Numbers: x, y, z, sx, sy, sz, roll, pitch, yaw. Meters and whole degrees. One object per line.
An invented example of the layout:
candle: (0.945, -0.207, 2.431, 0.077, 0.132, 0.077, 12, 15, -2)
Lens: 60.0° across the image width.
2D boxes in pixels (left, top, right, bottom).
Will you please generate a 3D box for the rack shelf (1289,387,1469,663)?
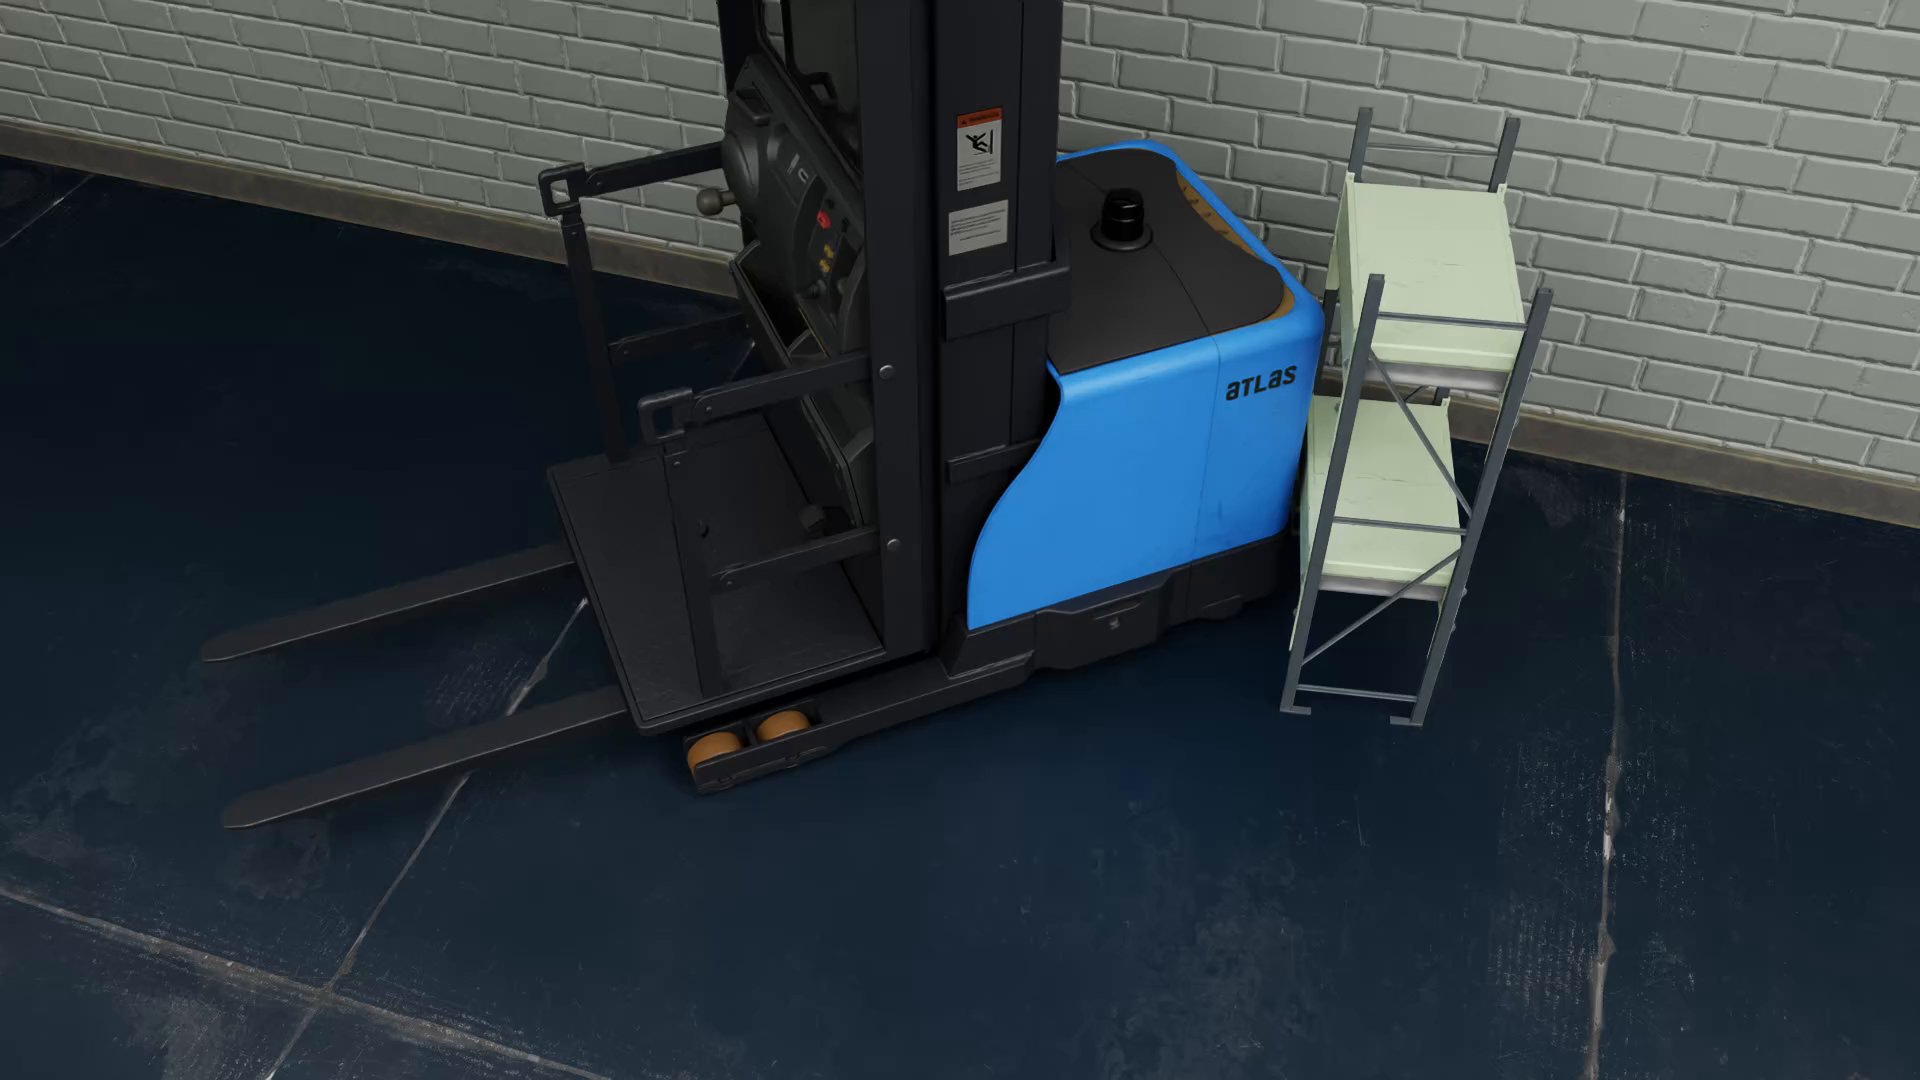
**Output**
rack shelf: (1.162, -0.054, 4.699, 0.431, 0.370, 0.720, 6, 45, 6)

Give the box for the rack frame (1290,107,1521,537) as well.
rack frame: (1.213, -0.540, 4.730, 0.400, 1.500, 0.023, 6, 45, 6)

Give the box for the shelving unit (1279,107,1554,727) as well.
shelving unit: (1.162, -0.287, 4.471, 0.431, 1.500, 0.755, 6, 45, 6)

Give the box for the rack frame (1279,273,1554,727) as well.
rack frame: (1.111, -0.033, 4.212, 0.400, 1.500, 0.023, 6, 45, 6)

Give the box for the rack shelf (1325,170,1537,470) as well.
rack shelf: (1.162, -0.566, 4.198, 0.431, 0.370, 0.720, 6, 45, 6)

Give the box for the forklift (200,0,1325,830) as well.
forklift: (-0.591, -0.785, 3.956, 3.031, 2.935, 1.130, -16, 47, -16)
